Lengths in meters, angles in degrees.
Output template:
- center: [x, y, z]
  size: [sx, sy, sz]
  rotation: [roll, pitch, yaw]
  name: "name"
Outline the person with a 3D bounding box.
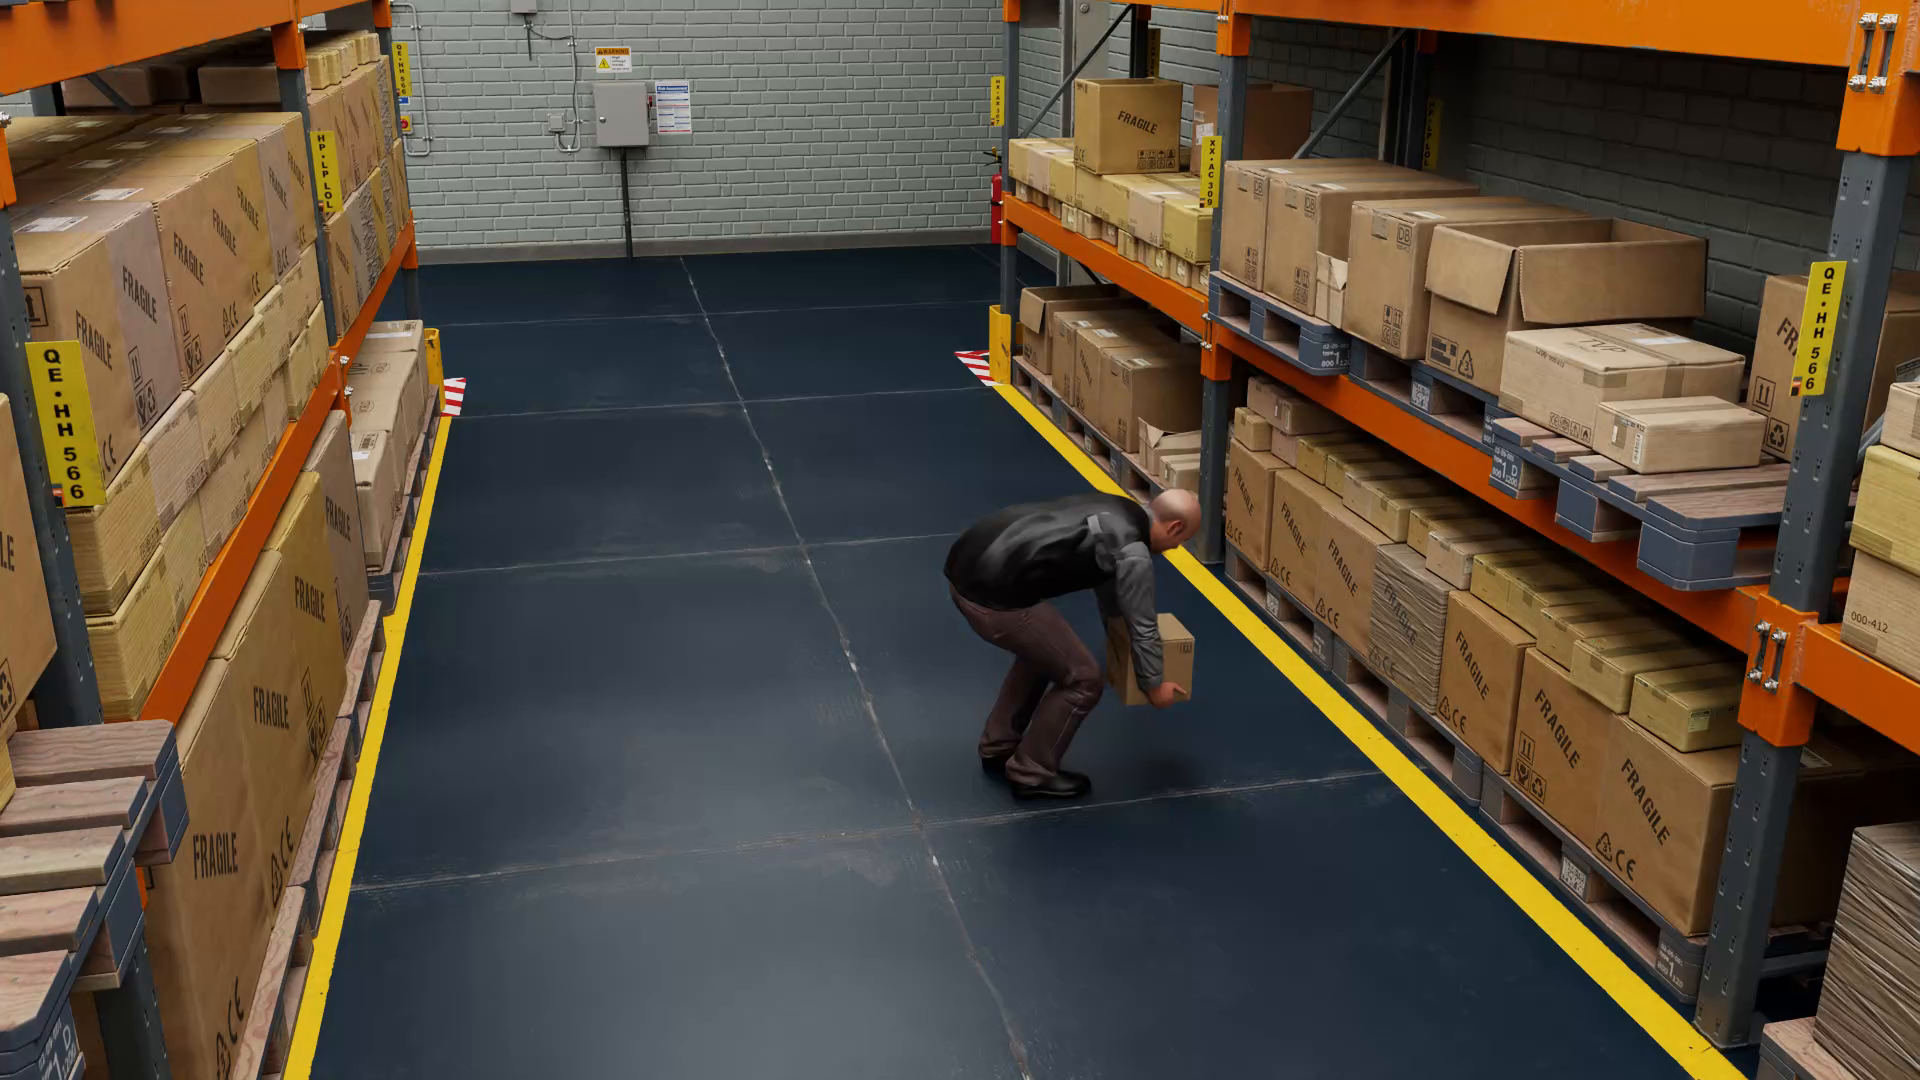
- center: [0.419, 0.356, 6.044]
  size: [0.948, 1.092, 0.491]
  rotation: [-5, 20, -15]
  name: "person"
